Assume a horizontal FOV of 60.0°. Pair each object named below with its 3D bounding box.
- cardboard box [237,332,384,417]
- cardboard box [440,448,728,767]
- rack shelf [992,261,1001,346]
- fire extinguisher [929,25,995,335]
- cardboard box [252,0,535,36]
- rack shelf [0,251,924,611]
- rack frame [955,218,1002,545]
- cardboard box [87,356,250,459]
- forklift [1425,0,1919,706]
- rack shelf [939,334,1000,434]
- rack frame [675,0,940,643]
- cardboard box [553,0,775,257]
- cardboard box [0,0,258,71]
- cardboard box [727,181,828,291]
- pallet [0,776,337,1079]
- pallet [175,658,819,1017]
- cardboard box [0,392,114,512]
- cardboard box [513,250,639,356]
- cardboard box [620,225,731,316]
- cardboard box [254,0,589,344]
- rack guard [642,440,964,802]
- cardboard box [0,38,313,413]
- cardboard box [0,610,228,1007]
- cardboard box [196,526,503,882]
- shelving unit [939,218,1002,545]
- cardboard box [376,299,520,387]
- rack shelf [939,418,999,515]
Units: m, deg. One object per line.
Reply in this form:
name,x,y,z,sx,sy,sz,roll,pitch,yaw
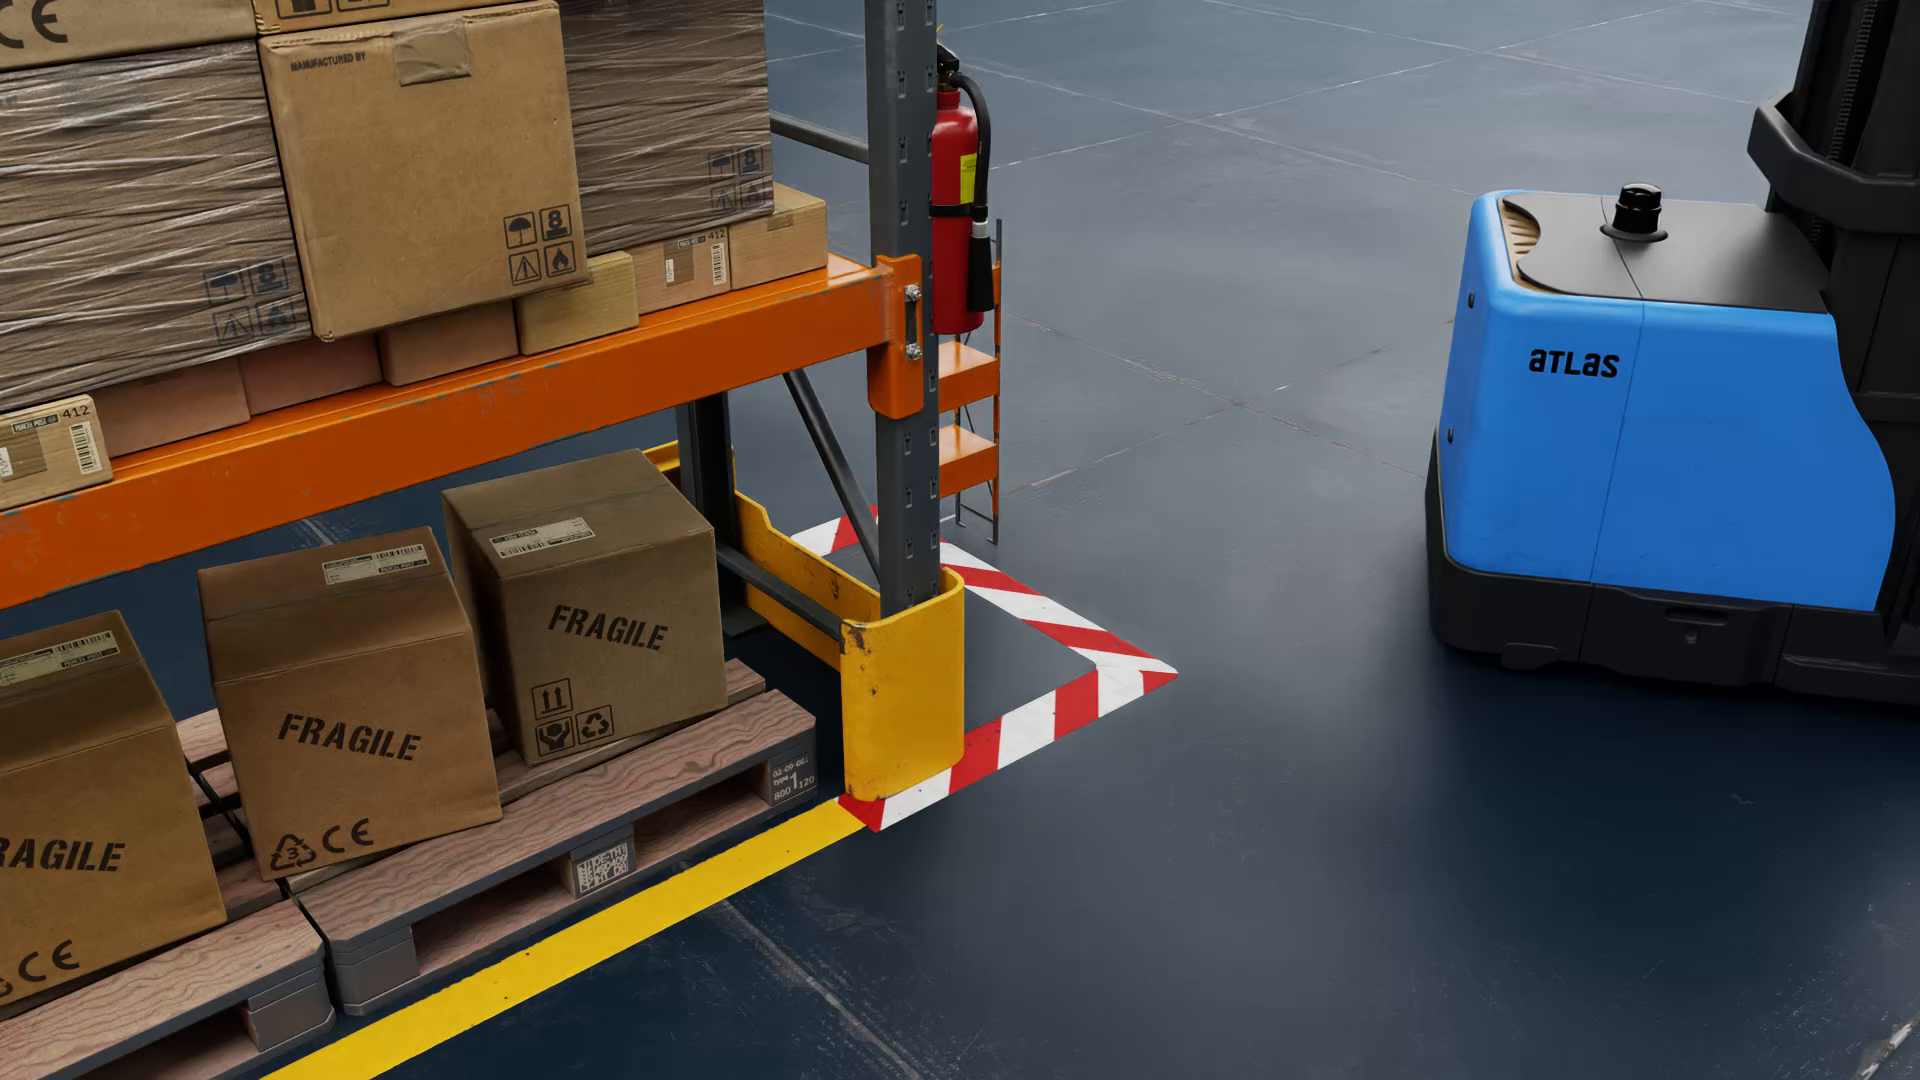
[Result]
cardboard box,-1.263,-0.381,3.047,0.250,0.149,0.380,-22,35,-35
cardboard box,-0.901,0.145,4.002,0.500,0.500,0.500,-15,32,-26
rack shelf,-0.040,-0.688,4.843,0.240,0.259,0.215,-22,35,-35
fire extinguisher,-0.029,-0.793,3.633,0.183,0.674,0.296,-22,35,-35
cardboard box,-1.050,-1.161,2.758,0.500,0.500,0.500,-22,35,-35
rack shelf,-1.937,-0.028,2.883,4.000,0.370,1.077,-22,35,-35
rack frame,0.052,-0.484,5.042,0.008,1.050,0.200,-22,35,-35
cardboard box,-1.439,-0.297,2.889,0.250,0.149,0.380,-22,35,-35
forklift,2.886,-1.023,4.054,3.031,2.935,1.130,6,29,11
rack shelf,-0.041,-0.437,4.977,0.240,0.259,0.215,-22,35,-35
rack frame,-0.416,-0.957,3.858,0.127,3.000,1.000,-22,35,-35
cardboard box,-0.852,-0.974,3.468,0.500,0.500,0.875,-22,35,-35
cardboard box,-1.432,-1.009,2.474,0.500,0.500,0.500,-22,35,-35
cardboard box,-0.498,-0.685,3.616,0.250,0.149,0.380,-22,35,-35
pallet,-2.042,0.903,3.336,1.213,0.211,1.003,-22,35,-35
pallet,-1.114,0.532,4.031,1.213,0.211,1.003,-22,35,-35
cardboard box,-1.571,-0.188,2.687,0.250,0.149,0.380,-22,35,-35
cardboard box,-0.846,-0.514,3.296,0.250,0.149,0.380,-22,35,-35
cardboard box,-0.689,-0.609,3.473,0.250,0.149,0.380,-22,35,-35
cardboard box,-1.154,-0.778,3.102,0.500,0.500,0.875,-22,35,-35
rack guard,-0.473,0.169,4.404,0.348,0.500,1.175,-22,35,-35
cardboard box,-1.563,-0.640,2.844,0.500,0.500,0.875,-22,35,-35
cardboard box,-1.823,0.525,3.291,0.500,0.500,0.500,-18,33,-30
cardboard box,-1.334,0.340,3.637,0.500,0.500,0.500,-13,31,-22
shelving unit,-0.041,-0.447,4.972,0.252,1.050,0.215,-22,35,-35
cardboard box,-1.046,-0.443,3.163,0.250,0.149,0.380,-22,35,-35
rack shelf,-0.041,-0.192,5.108,0.240,0.259,0.215,-22,35,-35
